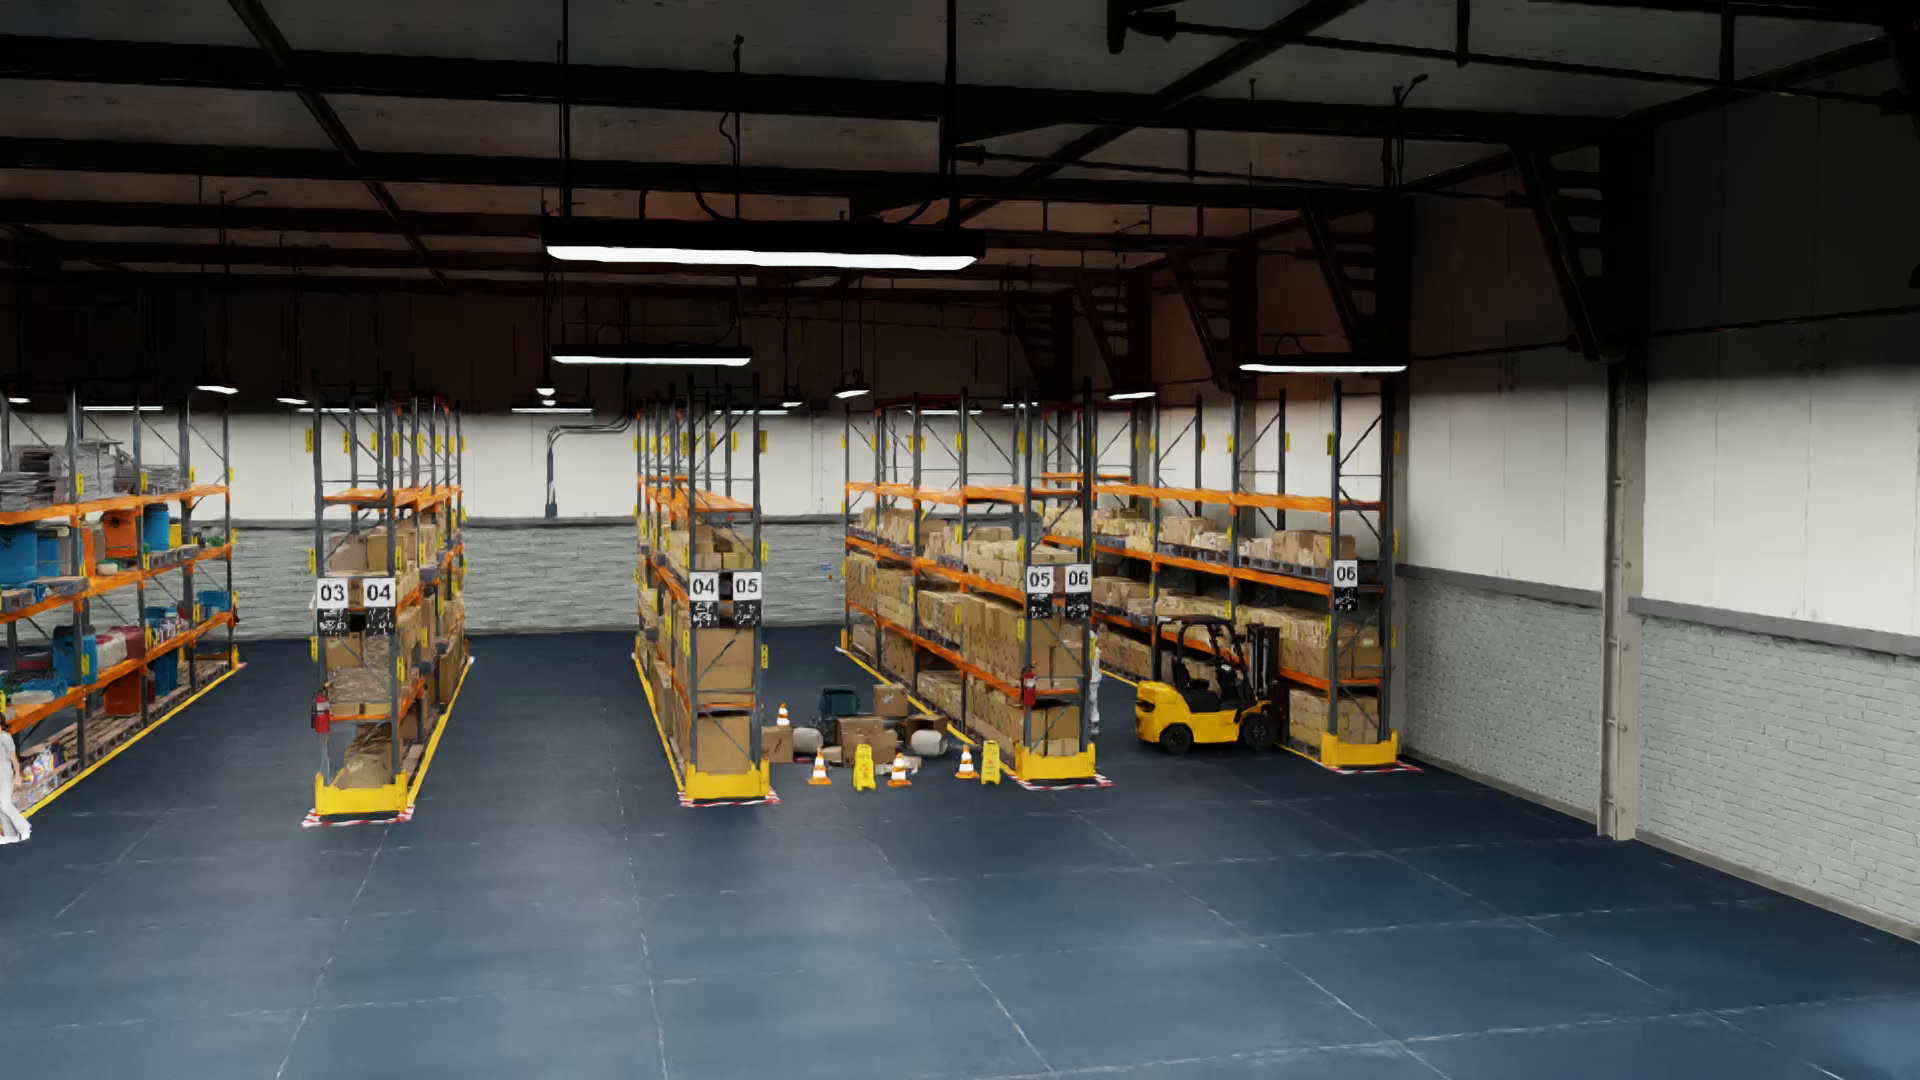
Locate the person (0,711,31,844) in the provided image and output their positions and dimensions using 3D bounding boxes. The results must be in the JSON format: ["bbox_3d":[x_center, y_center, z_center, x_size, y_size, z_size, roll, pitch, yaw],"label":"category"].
[{"bbox_3d":[-11.926,2.969,20.808,0.592,1.656,0.443,2,4,29],"label":"person"}]

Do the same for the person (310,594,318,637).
[{"bbox_3d":[-15.763,1.868,41.072,0.566,1.541,0.519,-1,3,-17],"label":"person"}]

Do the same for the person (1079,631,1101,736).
[{"bbox_3d":[2.179,2.446,28.499,0.494,1.786,0.606,1,3,17],"label":"person"}]
